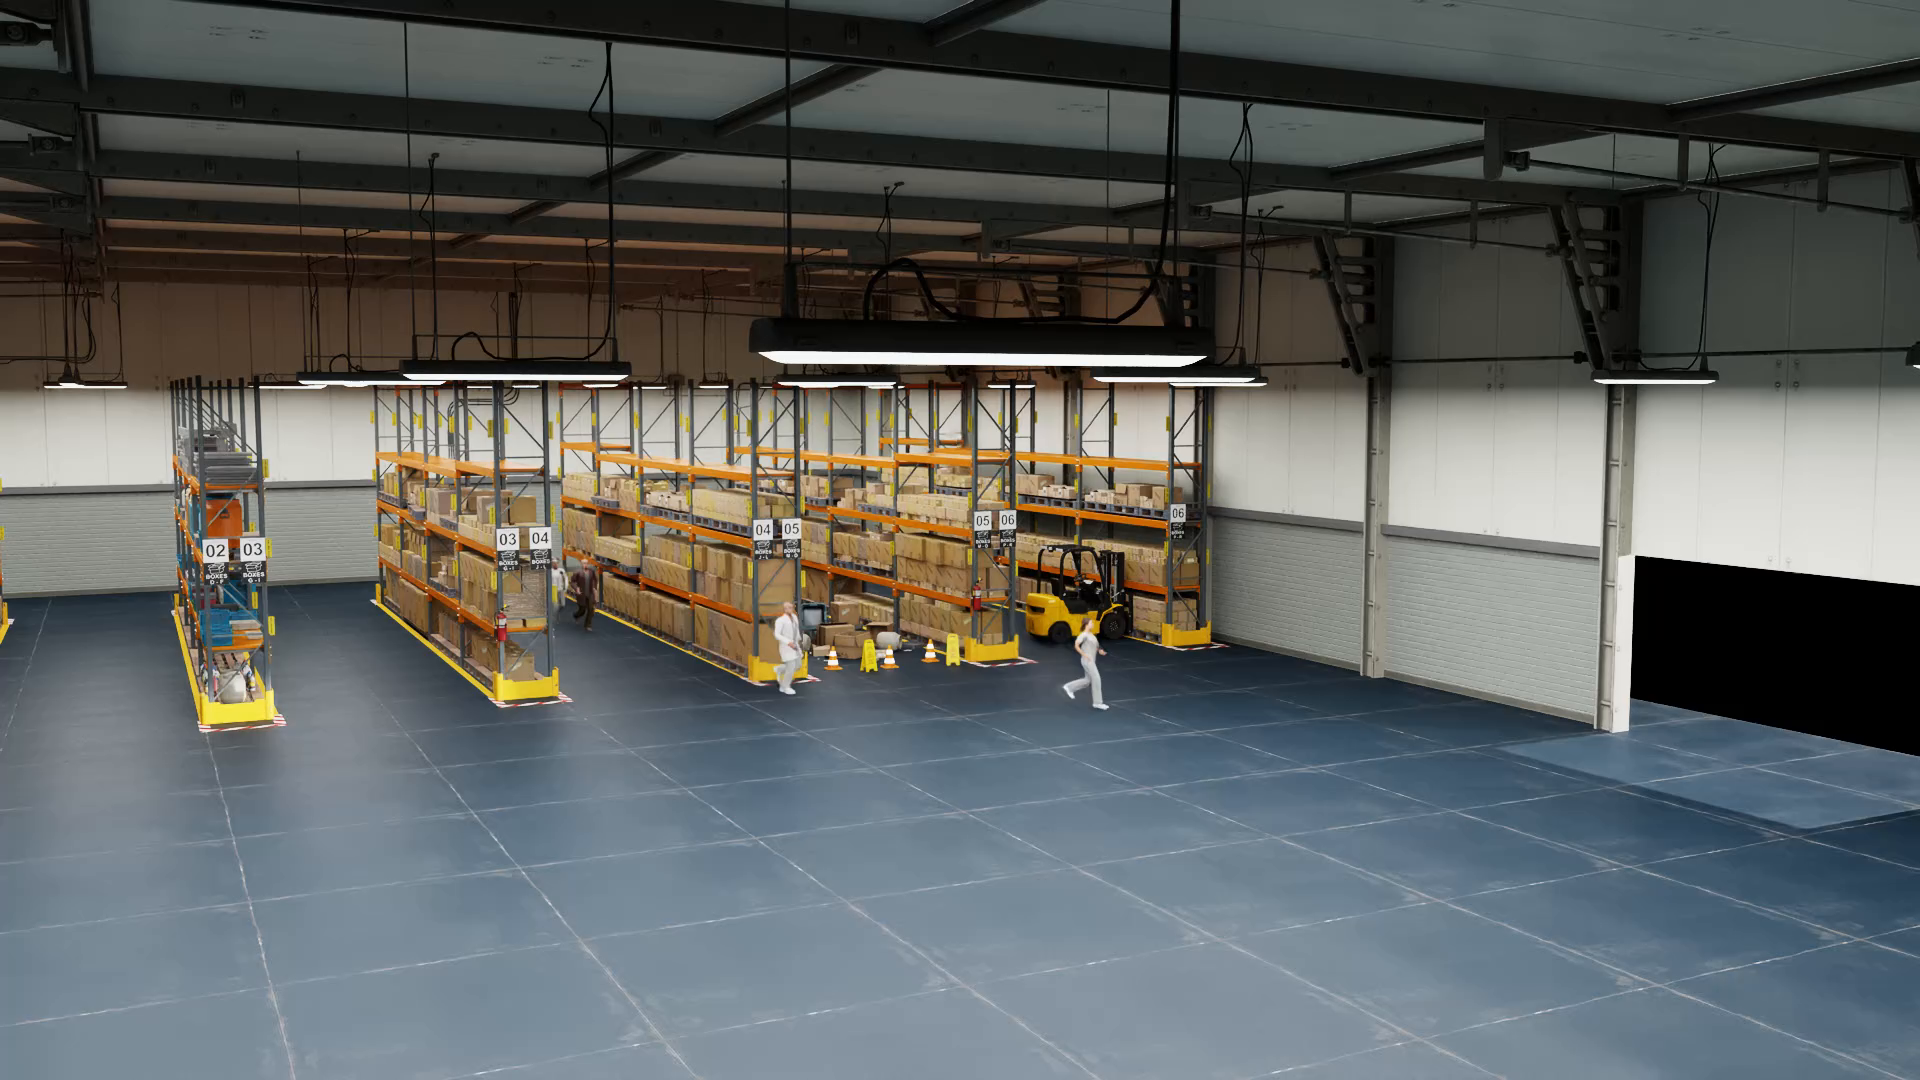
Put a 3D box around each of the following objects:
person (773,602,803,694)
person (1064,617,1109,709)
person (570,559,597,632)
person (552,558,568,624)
[{"bbox_3d":[-3.263,2.050,31.672,0.638,1.750,0.732,3,6,34],"label":"person"},{"bbox_3d":[2.286,2.332,30.196,0.867,1.450,0.567,2,5,18],"label":"person"},{"bbox_3d":[-9.025,1.312,39.897,0.702,1.743,0.846,-3,6,-34],"label":"person"},{"bbox_3d":[-9.936,1.254,41.029,0.614,1.662,0.484,-2,6,-26],"label":"person"}]
